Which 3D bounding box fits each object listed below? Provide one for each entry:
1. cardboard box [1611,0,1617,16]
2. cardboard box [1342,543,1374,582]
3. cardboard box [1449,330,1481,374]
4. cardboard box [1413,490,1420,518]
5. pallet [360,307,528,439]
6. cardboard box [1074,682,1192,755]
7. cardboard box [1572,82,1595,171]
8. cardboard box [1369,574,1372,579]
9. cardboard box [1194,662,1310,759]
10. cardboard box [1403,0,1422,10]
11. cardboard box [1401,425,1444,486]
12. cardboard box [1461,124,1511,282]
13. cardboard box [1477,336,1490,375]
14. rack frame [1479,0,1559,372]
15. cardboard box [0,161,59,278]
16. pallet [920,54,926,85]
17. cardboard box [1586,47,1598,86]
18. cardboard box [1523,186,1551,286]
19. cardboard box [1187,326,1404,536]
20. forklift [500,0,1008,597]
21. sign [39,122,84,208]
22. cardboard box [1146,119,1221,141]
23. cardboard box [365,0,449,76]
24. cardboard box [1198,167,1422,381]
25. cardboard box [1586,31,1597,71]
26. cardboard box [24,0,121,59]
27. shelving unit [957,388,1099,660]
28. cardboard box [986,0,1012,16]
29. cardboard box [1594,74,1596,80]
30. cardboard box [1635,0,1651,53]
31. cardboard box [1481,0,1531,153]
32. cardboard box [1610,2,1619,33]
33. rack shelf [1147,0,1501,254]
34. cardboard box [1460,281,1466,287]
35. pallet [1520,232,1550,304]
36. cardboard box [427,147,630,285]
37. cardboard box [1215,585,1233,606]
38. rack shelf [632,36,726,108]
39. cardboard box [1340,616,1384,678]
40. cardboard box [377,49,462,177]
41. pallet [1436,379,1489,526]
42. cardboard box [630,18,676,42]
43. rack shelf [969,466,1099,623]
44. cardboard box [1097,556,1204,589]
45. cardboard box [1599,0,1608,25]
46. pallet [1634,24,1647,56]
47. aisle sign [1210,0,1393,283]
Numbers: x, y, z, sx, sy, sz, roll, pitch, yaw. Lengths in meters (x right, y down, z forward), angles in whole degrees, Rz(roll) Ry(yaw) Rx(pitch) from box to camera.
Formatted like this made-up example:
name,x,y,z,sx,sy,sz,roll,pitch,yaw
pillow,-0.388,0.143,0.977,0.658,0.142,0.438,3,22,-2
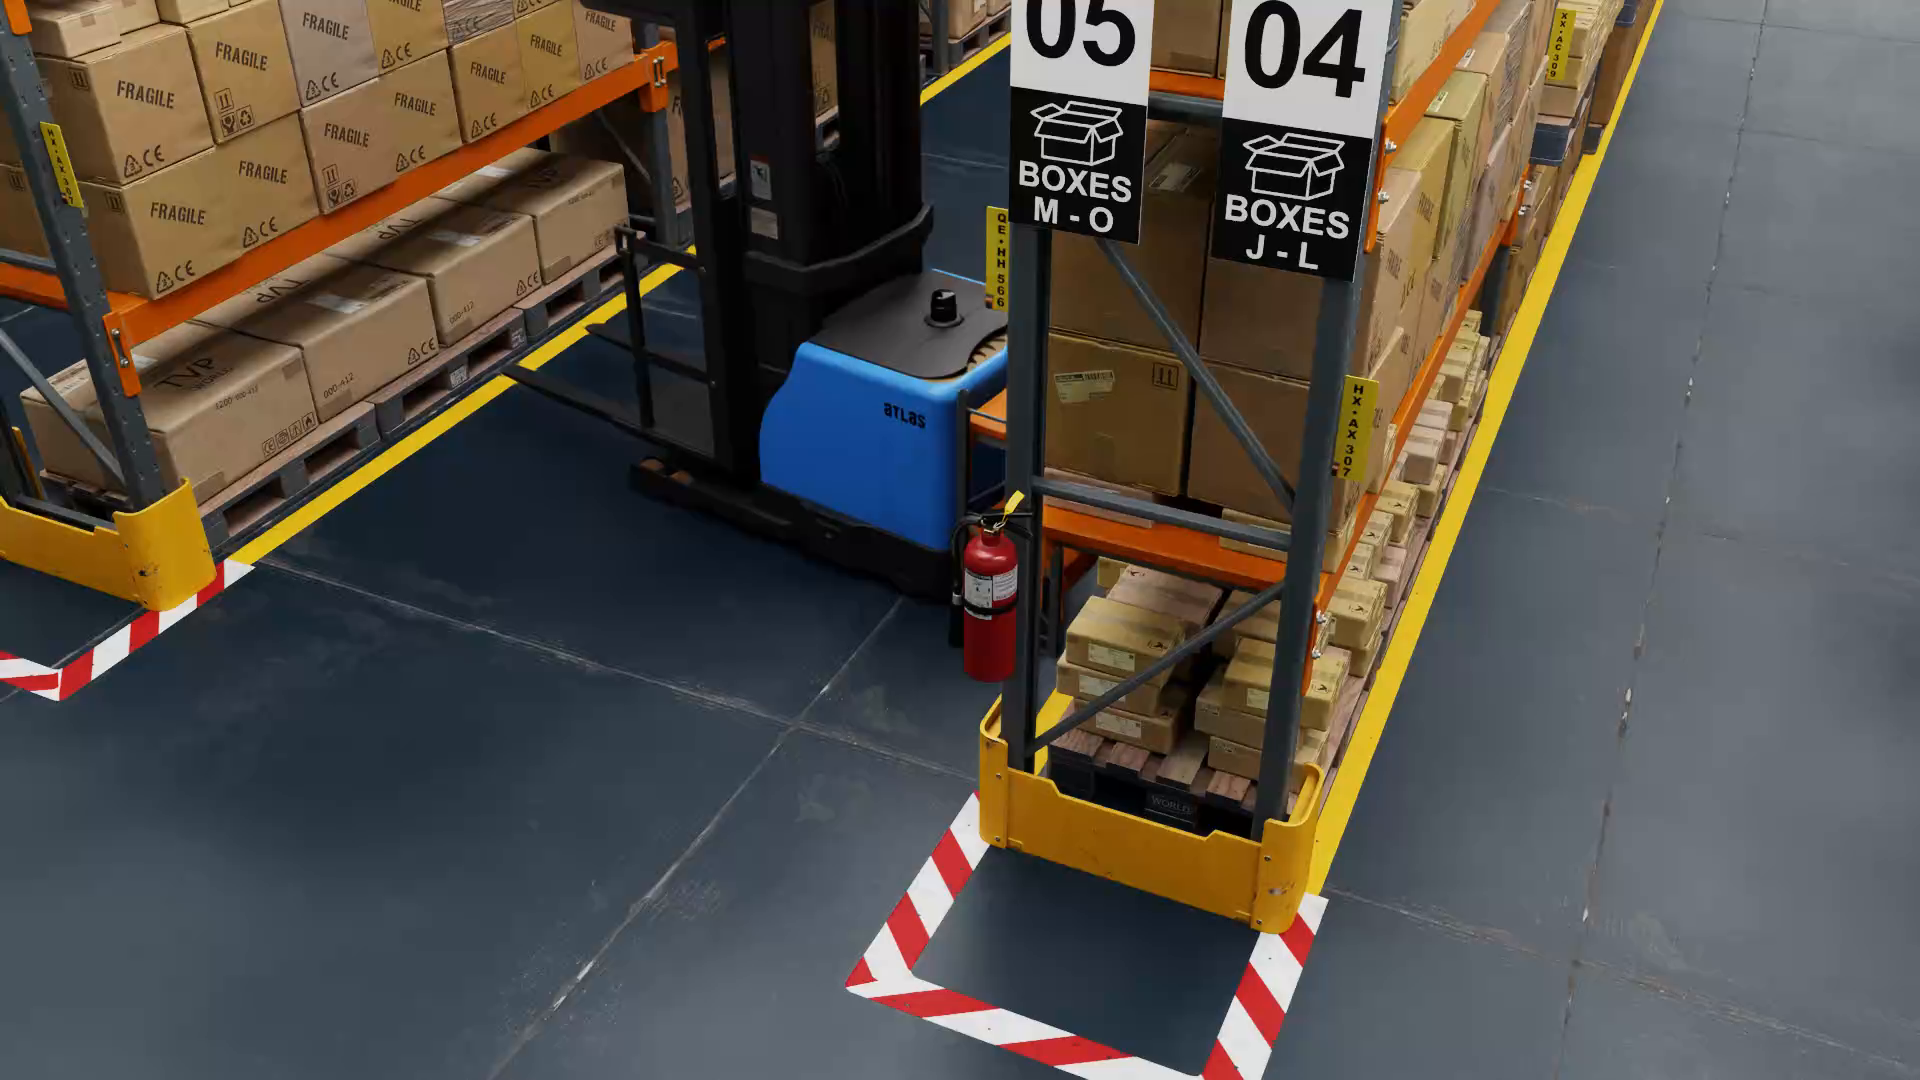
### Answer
name,x,y,z,sx,sy,sz,roll,pitch,yaw
cardboard box,3.420,-3.007,9.175,0.380,0.149,0.250,14,36,20
cardboard box,1.404,0.107,6.526,0.380,0.149,0.250,12,35,18
cardboard box,2.310,-0.926,8.100,0.380,0.149,0.250,15,36,21
cardboard box,1.835,-0.147,7.455,0.380,0.149,0.250,15,36,21
pallet,-3.143,-1.015,9.106,1.003,0.211,1.213,14,36,20
cardboard box,0.651,0.632,6.267,0.380,0.149,0.250,15,36,21
cardboard box,3.929,-2.801,11.183,0.500,0.500,0.500,14,36,20
cardboard box,1.491,0.093,6.818,0.380,0.149,0.250,12,35,18
cardboard box,1.072,0.616,6.021,0.380,0.149,0.250,16,36,22
cardboard box,1.044,-1.639,4.460,0.500,0.250,0.500,15,36,21
cardboard box,1.902,-0.395,7.292,0.380,0.149,0.250,13,35,19
cardboard box,1.920,-1.421,6.820,0.500,0.500,0.500,14,36,20
cardboard box,2.450,-0.945,8.401,0.380,0.149,0.250,15,36,21
rack frame,2.293,-2.067,8.166,1.000,3.000,0.127,14,36,20
cardboard box,-3.957,-1.502,7.215,0.500,0.500,0.500,14,36,21
pallet,-0.970,-3.603,13.052,1.003,0.211,1.213,14,36,20
cardboard box,3.095,-2.491,8.659,0.380,0.149,0.250,14,36,21
cardboard box,3.063,-1.768,9.607,0.500,0.500,0.500,16,36,23
cardboard box,1.058,-0.401,5.263,0.500,0.500,0.500,16,36,23
forklift,-0.983,-1.605,7.525,3.031,2.935,1.130,21,39,29
sign,-3.417,-1.425,6.325,0.100,0.325,0.005,14,36,20
cardboard box,0.797,-1.196,5.564,0.500,0.500,0.500,13,35,19
cardboard box,-2.833,-2.559,7.914,0.500,0.500,0.500,14,36,21
cardboard box,1.049,-0.821,4.993,0.500,0.500,0.500,14,36,20
cardboard box,2.982,-2.482,8.374,0.380,0.149,0.250,13,36,20
cardboard box,-3.519,-2.004,6.476,0.380,0.149,0.250,15,36,21
shelving unit,0.485,-0.283,7.152,0.538,1.125,1.048,20,38,27
cardboard box,-0.025,-4.869,14.454,0.950,0.372,0.625,13,36,20
cardboard box,3.919,-3.102,10.958,0.500,0.250,0.500,13,36,19
cardboard box,5.055,-4.476,13.510,1.050,0.750,0.750,14,36,20
cardboard box,1.904,-1.844,6.553,0.500,0.500,0.500,15,36,22
cardboard box,3.525,-3.004,9.442,0.380,0.149,0.250,13,35,18
rack shelf,1.456,-2.024,6.022,1.077,0.370,4.000,14,36,20
cardboard box,1.995,-1.228,7.116,0.380,0.149,0.250,13,35,18
pallet,3.127,-1.898,10.453,1.003,0.211,1.213,14,36,20
cardboard box,-2.605,-1.968,9.969,0.875,0.438,0.875,14,36,20
cardboard box,1.003,0.120,6.777,0.380,0.149,0.250,14,36,20
rack shelf,-1.408,-3.847,11.538,1.077,0.370,4.000,14,36,20
cardboard box,1.469,0.378,6.655,0.380,0.149,0.250,15,36,21
cardboard box,-2.847,-2.135,8.180,0.500,0.500,0.500,15,36,22
pallet,2.044,-0.558,8.408,1.003,0.211,1.213,14,36,20
cardboard box,-1.821,-3.248,10.104,0.500,0.250,0.500,13,36,19
rack shelf,0.484,-0.078,7.287,0.538,0.278,1.000,20,38,27
cardboard box,0.761,0.101,6.534,0.380,0.149,0.250,13,36,19
cardboard box,3.097,-2.744,8.503,0.380,0.149,0.250,14,36,21
pallet,5.386,-4.483,14.395,1.003,0.211,1.213,14,36,20
aisle sign,0.862,-1.056,4.255,0.394,0.787,0.004,14,36,20
